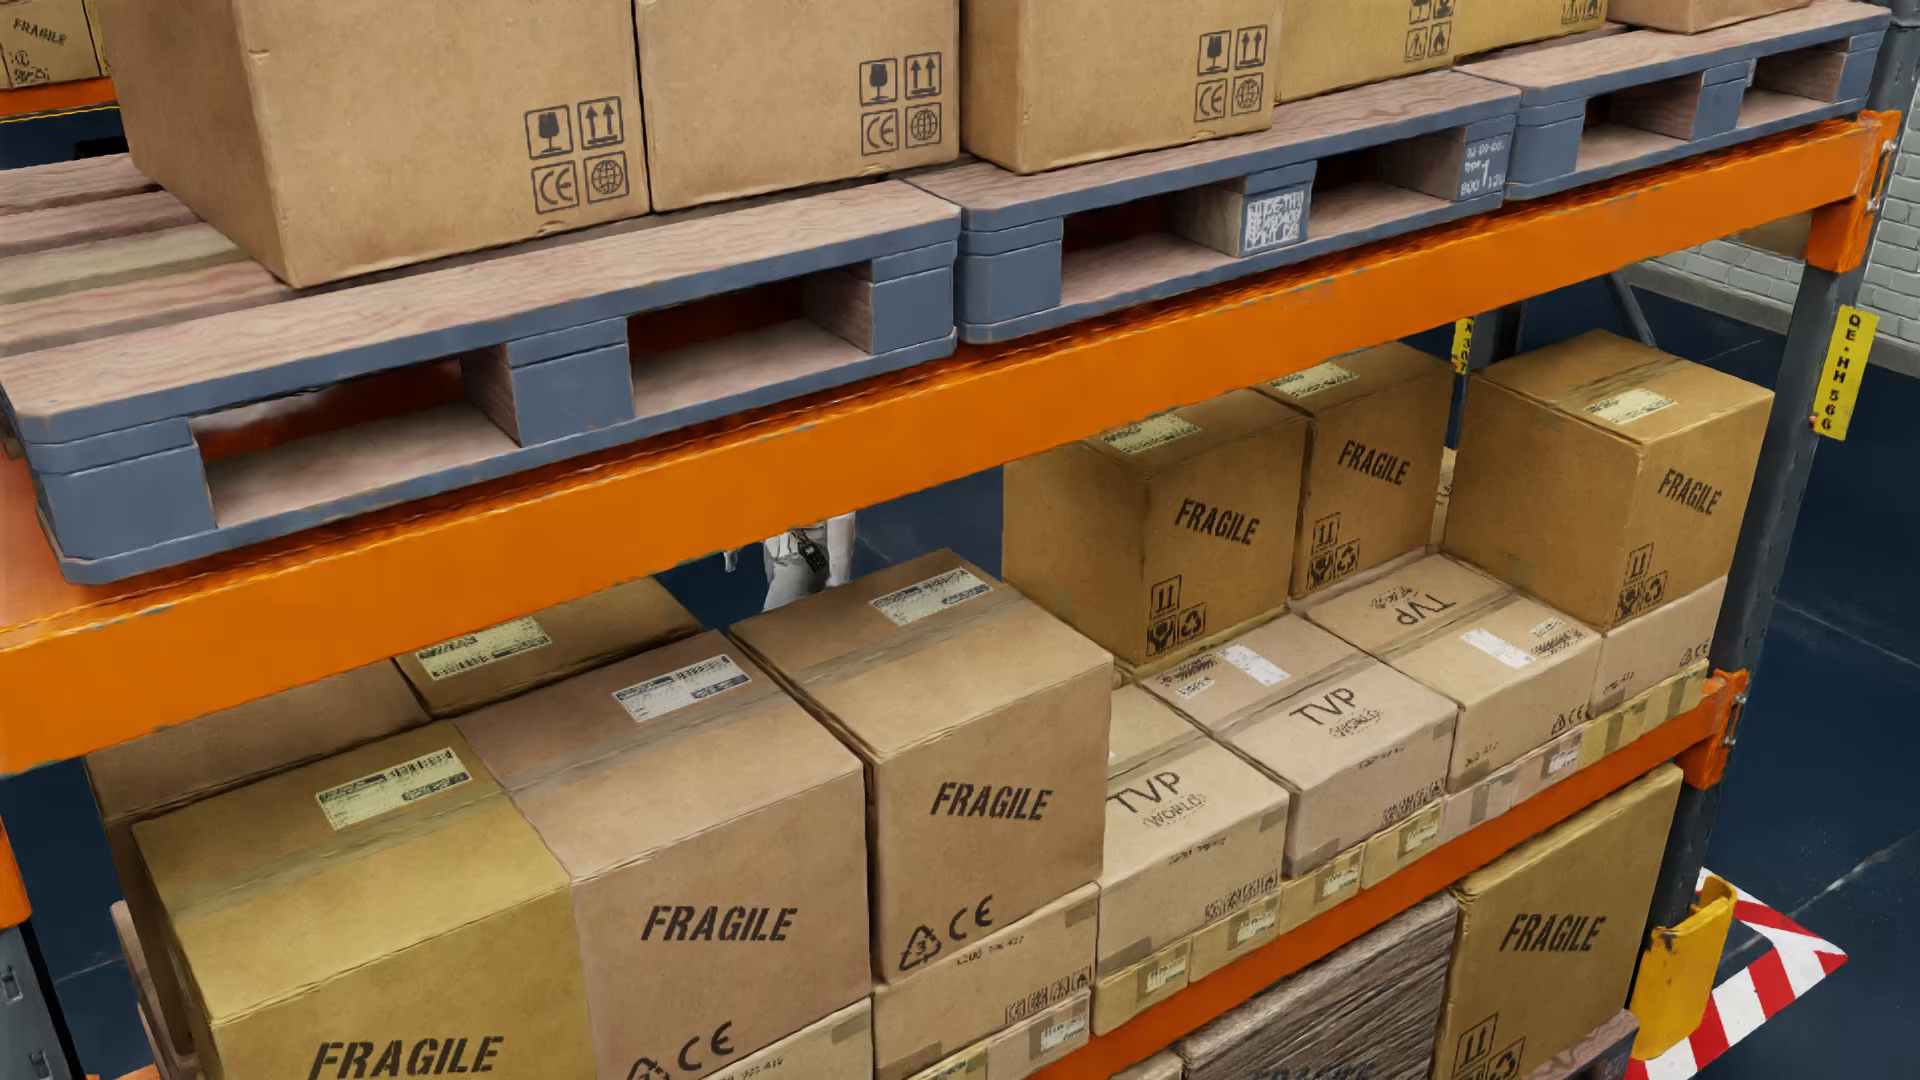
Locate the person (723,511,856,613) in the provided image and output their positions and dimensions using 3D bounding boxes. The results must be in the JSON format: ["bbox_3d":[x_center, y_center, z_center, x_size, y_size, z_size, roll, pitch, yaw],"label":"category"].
[{"bbox_3d":[-0.606,0.064,5.968,0.449,1.726,0.501,-14,32,-24],"label":"person"}]
